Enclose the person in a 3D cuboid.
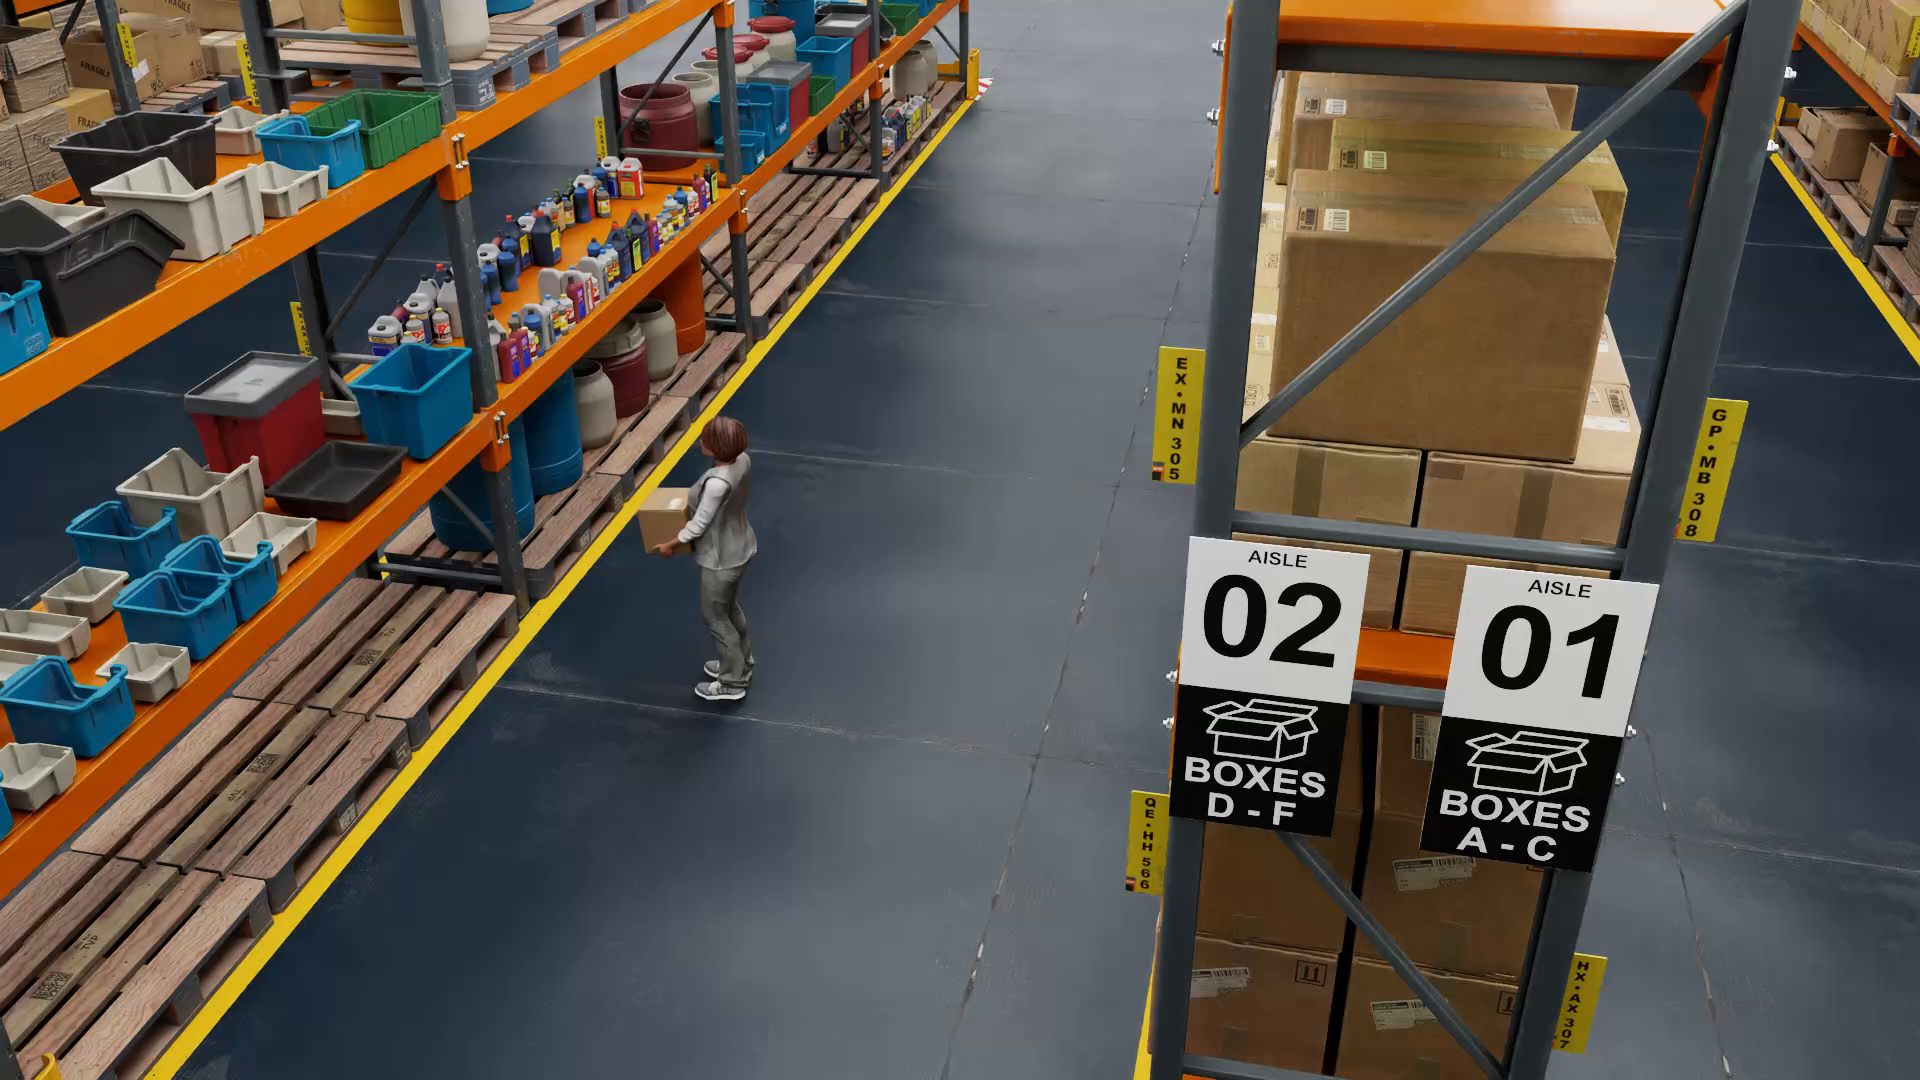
[{"bbox_3d":[-1.284,0.078,8.480,0.496,1.589,0.408,6,30,11],"label":"person"}]
